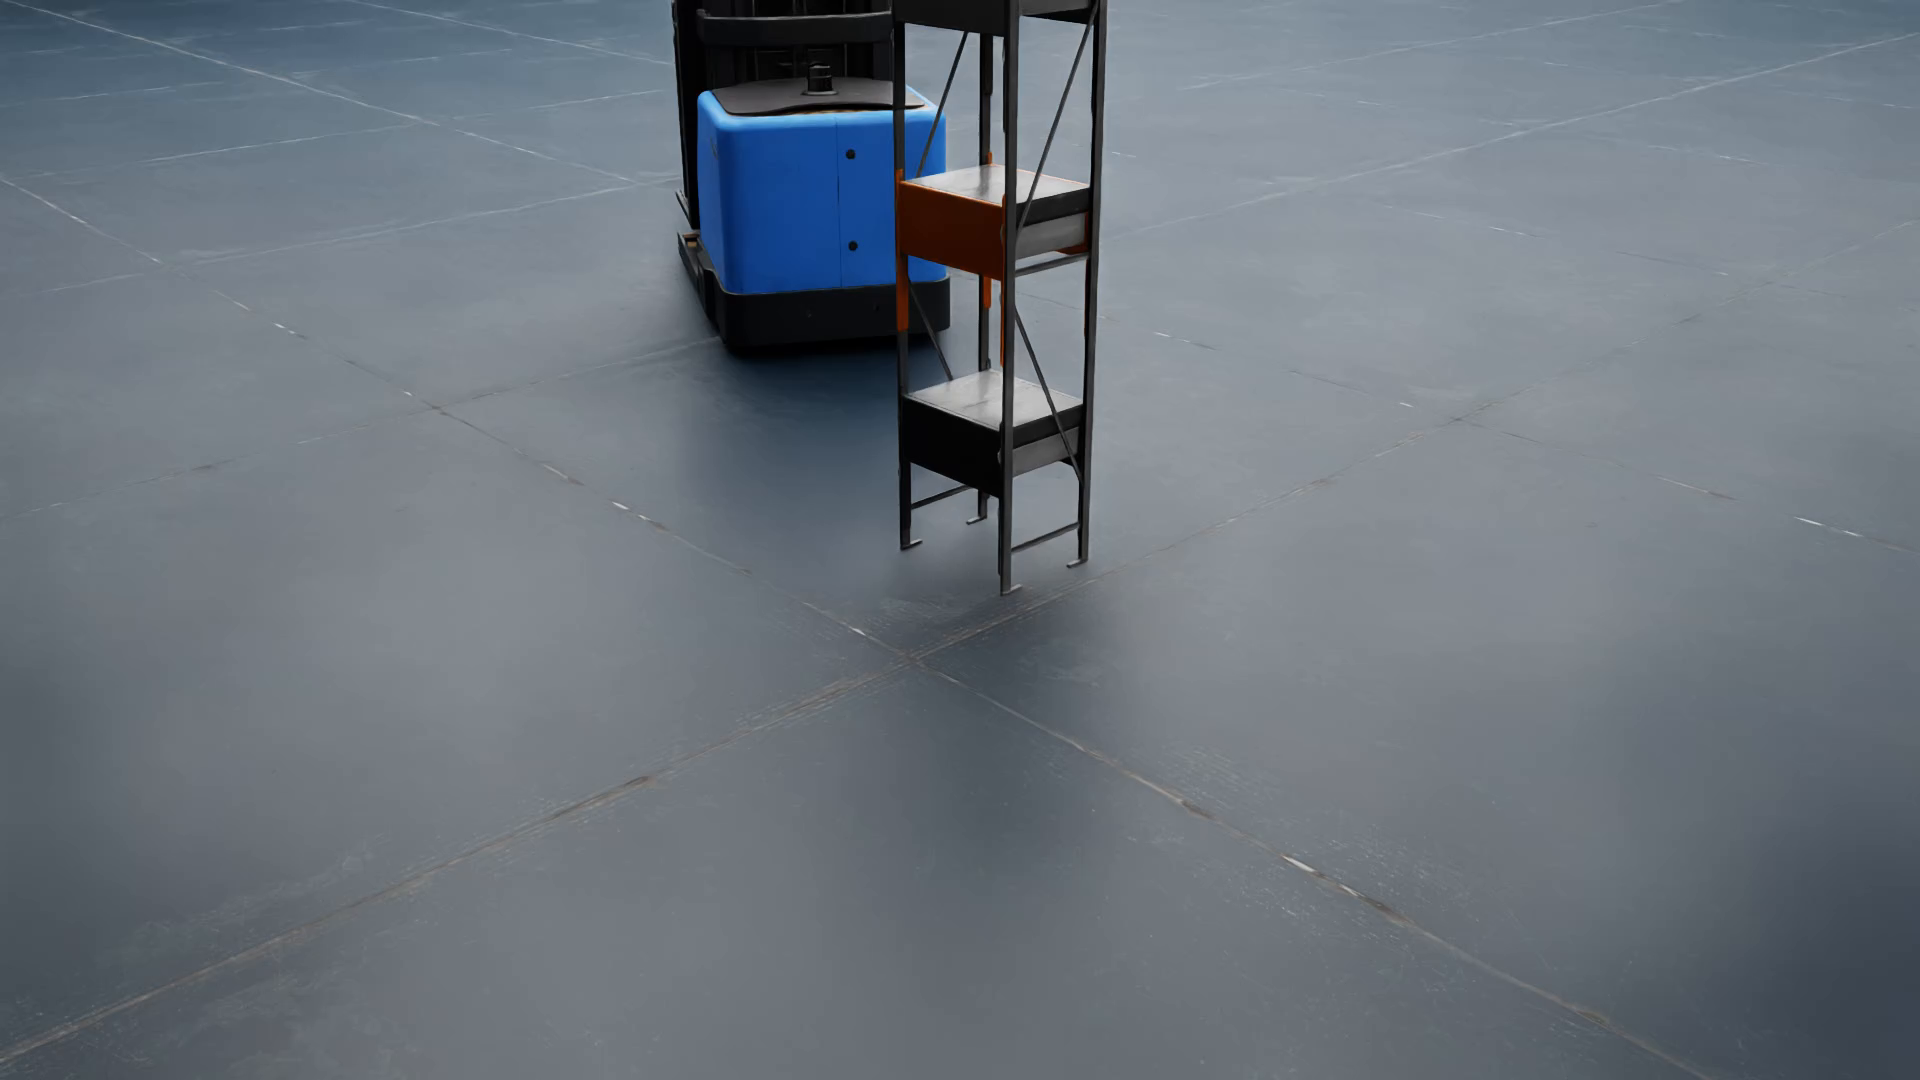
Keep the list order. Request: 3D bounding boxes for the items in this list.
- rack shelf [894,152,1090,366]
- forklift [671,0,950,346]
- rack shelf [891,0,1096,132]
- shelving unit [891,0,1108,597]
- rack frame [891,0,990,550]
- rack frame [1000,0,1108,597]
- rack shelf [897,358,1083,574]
[{"bbox_3d":[0.113,-0.893,5.210,0.431,0.518,0.480,-21,32,-38],"label":"rack shelf"},{"bbox_3d":[-0.912,-2.792,8.339,1.130,2.935,3.031,-6,25,-13],"label":"forklift"},{"bbox_3d":[0.113,-1.530,4.919,0.431,0.518,0.480,-21,32,-38],"label":"rack shelf"},{"bbox_3d":[0.113,-0.905,5.204,0.431,2.100,0.503,-21,32,-38],"label":"shelving unit"},{"bbox_3d":[-0.054,-0.979,5.366,0.400,2.100,0.015,-21,32,-38],"label":"rack frame"},{"bbox_3d":[0.280,-0.831,5.042,0.400,2.100,0.015,-21,32,-38],"label":"rack frame"},{"bbox_3d":[0.113,-0.256,5.500,0.431,0.518,0.480,-21,32,-38],"label":"rack shelf"}]
